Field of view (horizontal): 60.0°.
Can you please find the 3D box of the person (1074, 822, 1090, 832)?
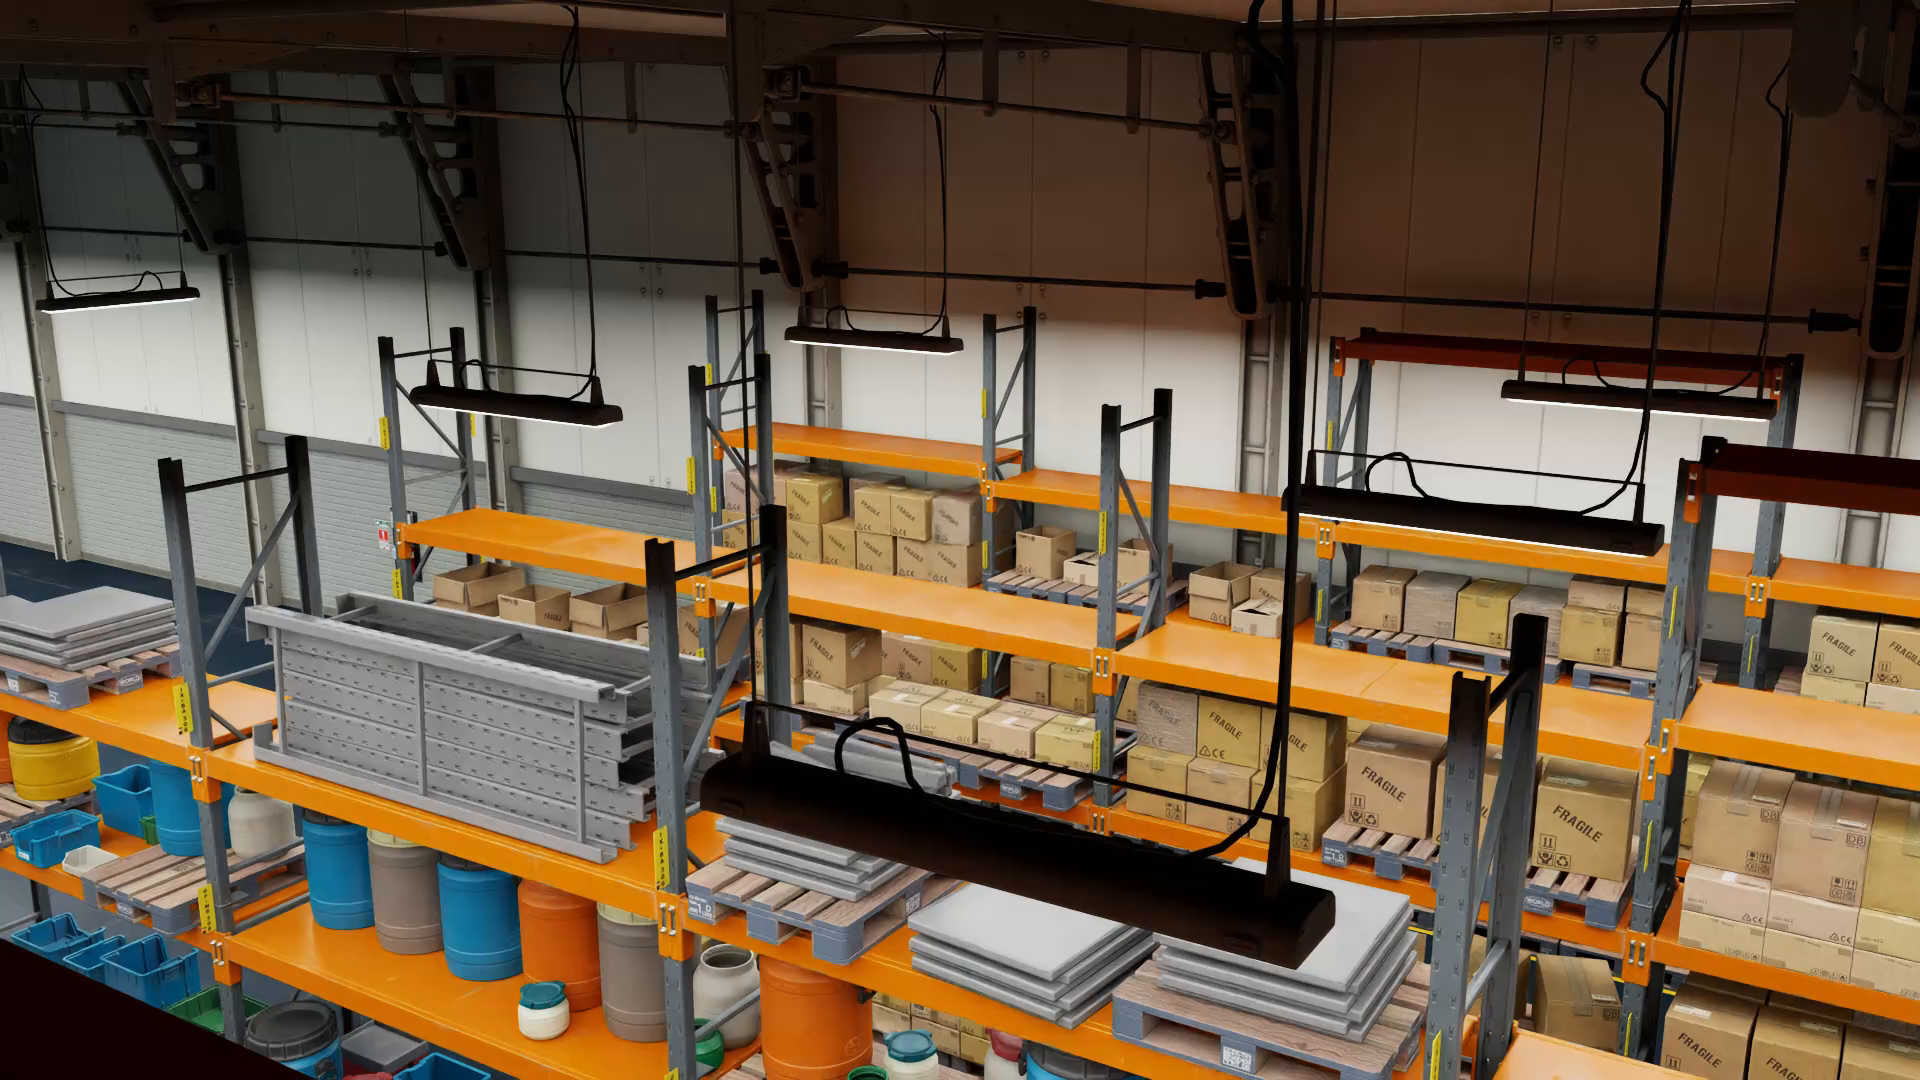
[{"bbox_3d":[1.253,3.167,16.773,0.503,1.771,0.591,8,16,29],"label":"person"}]
